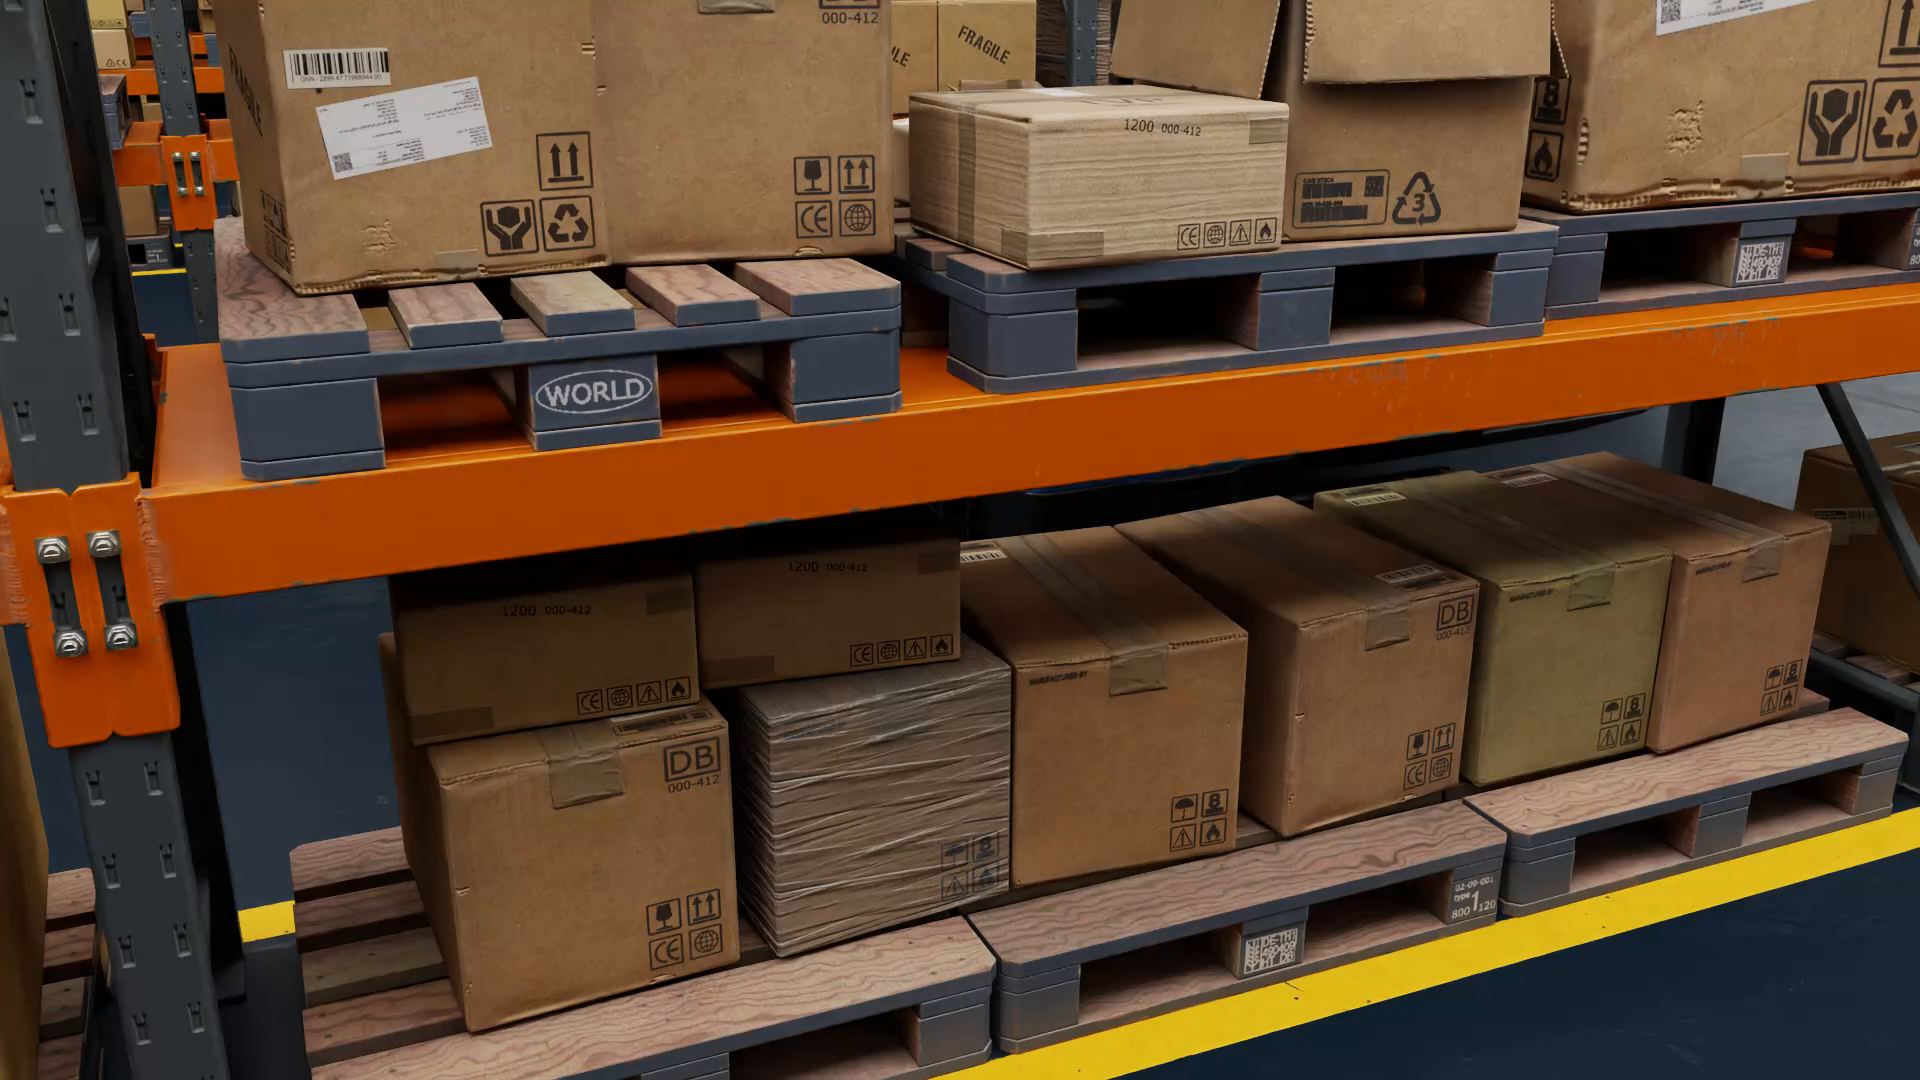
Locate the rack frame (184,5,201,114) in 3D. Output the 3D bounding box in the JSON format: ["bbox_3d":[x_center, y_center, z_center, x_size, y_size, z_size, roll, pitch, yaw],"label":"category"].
[{"bbox_3d":[-7.290,-4.924,15.490,0.127,3.000,1.000,-8,21,-22],"label":"rack frame"}]

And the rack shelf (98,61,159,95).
[{"bbox_3d":[-7.157,-2.808,10.564,4.000,0.370,1.077,-8,21,-22],"label":"rack shelf"}]

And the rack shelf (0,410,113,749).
[{"bbox_3d":[-3.232,0.214,1.981,4.000,0.370,1.077,-8,21,-22],"label":"rack shelf"}]

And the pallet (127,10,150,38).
[{"bbox_3d":[-7.885,-4.723,15.208,1.003,0.211,1.213,-8,21,-22],"label":"pallet"}]

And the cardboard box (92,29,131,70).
[{"bbox_3d":[-5.682,-3.194,10.803,0.500,0.250,0.500,-9,21,-24],"label":"cardboard box"}]

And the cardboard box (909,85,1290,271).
[{"bbox_3d":[0.235,-0.666,2.991,0.500,0.250,0.500,-9,21,-23],"label":"cardboard box"}]

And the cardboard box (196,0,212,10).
[{"bbox_3d":[-4.816,-3.785,11.024,0.500,0.500,0.500,-9,21,-23],"label":"cardboard box"}]

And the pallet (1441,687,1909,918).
[{"bbox_3d":[1.563,0.503,4.275,1.213,0.211,1.003,-8,21,-22],"label":"pallet"}]

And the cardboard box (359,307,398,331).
[{"bbox_3d":[-2.673,-1.104,7.396,0.750,0.750,1.050,-8,21,-23],"label":"cardboard box"}]

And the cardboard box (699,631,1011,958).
[{"bbox_3d":[-0.284,0.412,3.437,0.500,0.500,0.700,-10,22,-26],"label":"cardboard box"}]

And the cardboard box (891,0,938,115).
[{"bbox_3d":[-0.432,-2.271,7.805,0.500,0.500,0.500,-8,21,-23],"label":"cardboard box"}]

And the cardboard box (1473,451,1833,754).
[{"bbox_3d":[1.705,0.131,4.235,0.500,0.500,0.700,-10,22,-26],"label":"cardboard box"}]

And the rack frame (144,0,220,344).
[{"bbox_3d":[-3.267,-1.914,6.943,0.127,3.000,1.000,-8,21,-22],"label":"rack frame"}]

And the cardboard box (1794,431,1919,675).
[{"bbox_3d":[2.660,0.026,4.564,0.500,0.500,0.500,-9,21,-24],"label":"cardboard box"}]

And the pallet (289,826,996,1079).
[{"bbox_3d":[-0.677,0.824,3.363,1.213,0.211,1.003,-8,21,-22],"label":"pallet"}]

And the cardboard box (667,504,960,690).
[{"bbox_3d":[-0.309,0.059,3.310,0.500,0.250,0.500,-6,20,-16],"label":"cardboard box"}]

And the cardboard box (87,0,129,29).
[{"bbox_3d":[-5.665,-3.435,10.733,0.500,0.250,0.500,-8,21,-22],"label":"cardboard box"}]

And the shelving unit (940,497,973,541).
[{"bbox_3d":[-0.233,-0.529,5.719,0.503,1.200,0.258,-9,21,-24],"label":"shelving unit"}]

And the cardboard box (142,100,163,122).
[{"bbox_3d":[-7.594,-3.822,15.491,0.500,0.500,0.500,-8,21,-20],"label":"cardboard box"}]

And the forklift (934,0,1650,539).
[{"bbox_3d":[1.365,-1.602,6.159,3.031,2.935,1.130,-9,21,-24],"label":"forklift"}]

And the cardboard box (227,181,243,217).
[{"bbox_3d":[-4.798,-2.441,11.761,0.625,0.372,0.950,-10,22,-26],"label":"cardboard box"}]

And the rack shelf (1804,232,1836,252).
[{"bbox_3d":[4.114,-0.839,4.970,4.000,0.370,1.077,-8,21,-22],"label":"rack shelf"}]

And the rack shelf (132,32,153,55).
[{"bbox_3d":[-9.127,-4.321,14.862,4.000,0.370,1.077,-8,21,-22],"label":"rack shelf"}]

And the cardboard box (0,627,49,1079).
[{"bbox_3d":[-2.037,0.500,2.653,0.875,0.875,1.225,-9,21,-24],"label":"cardboard box"}]

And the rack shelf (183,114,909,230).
[{"bbox_3d":[-1.431,-1.838,7.809,4.000,0.370,1.077,-8,21,-22],"label":"rack shelf"}]

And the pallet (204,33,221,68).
[{"bbox_3d":[-4.709,-3.446,11.582,1.003,0.211,1.213,-8,21,-22],"label":"pallet"}]

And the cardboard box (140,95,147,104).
[{"bbox_3d":[-7.644,-4.107,15.323,0.250,0.149,0.380,-9,21,-25],"label":"cardboard box"}]

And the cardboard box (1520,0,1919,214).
[{"bbox_3d":[1.492,-1.334,3.759,1.000,1.000,1.000,-8,21,-22],"label":"cardboard box"}]

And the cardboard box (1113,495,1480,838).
[{"bbox_3d":[0.746,0.262,3.864,0.500,0.500,0.700,-10,22,-27],"label":"cardboard box"}]

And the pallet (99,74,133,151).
[{"bbox_3d":[-3.879,-1.698,6.616,1.003,0.211,1.213,-8,21,-22],"label":"pallet"}]

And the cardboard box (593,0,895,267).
[{"bbox_3d":[-0.443,-0.821,3.054,0.500,0.500,0.700,-5,20,-14],"label":"cardboard box"}]

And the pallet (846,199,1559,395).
[{"bbox_3d":[0.406,-0.571,3.416,1.213,0.211,1.003,-8,21,-22],"label":"pallet"}]

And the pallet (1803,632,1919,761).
[{"bbox_3d":[2.880,0.301,4.848,1.213,0.211,1.003,-8,21,-22],"label":"pallet"}]
